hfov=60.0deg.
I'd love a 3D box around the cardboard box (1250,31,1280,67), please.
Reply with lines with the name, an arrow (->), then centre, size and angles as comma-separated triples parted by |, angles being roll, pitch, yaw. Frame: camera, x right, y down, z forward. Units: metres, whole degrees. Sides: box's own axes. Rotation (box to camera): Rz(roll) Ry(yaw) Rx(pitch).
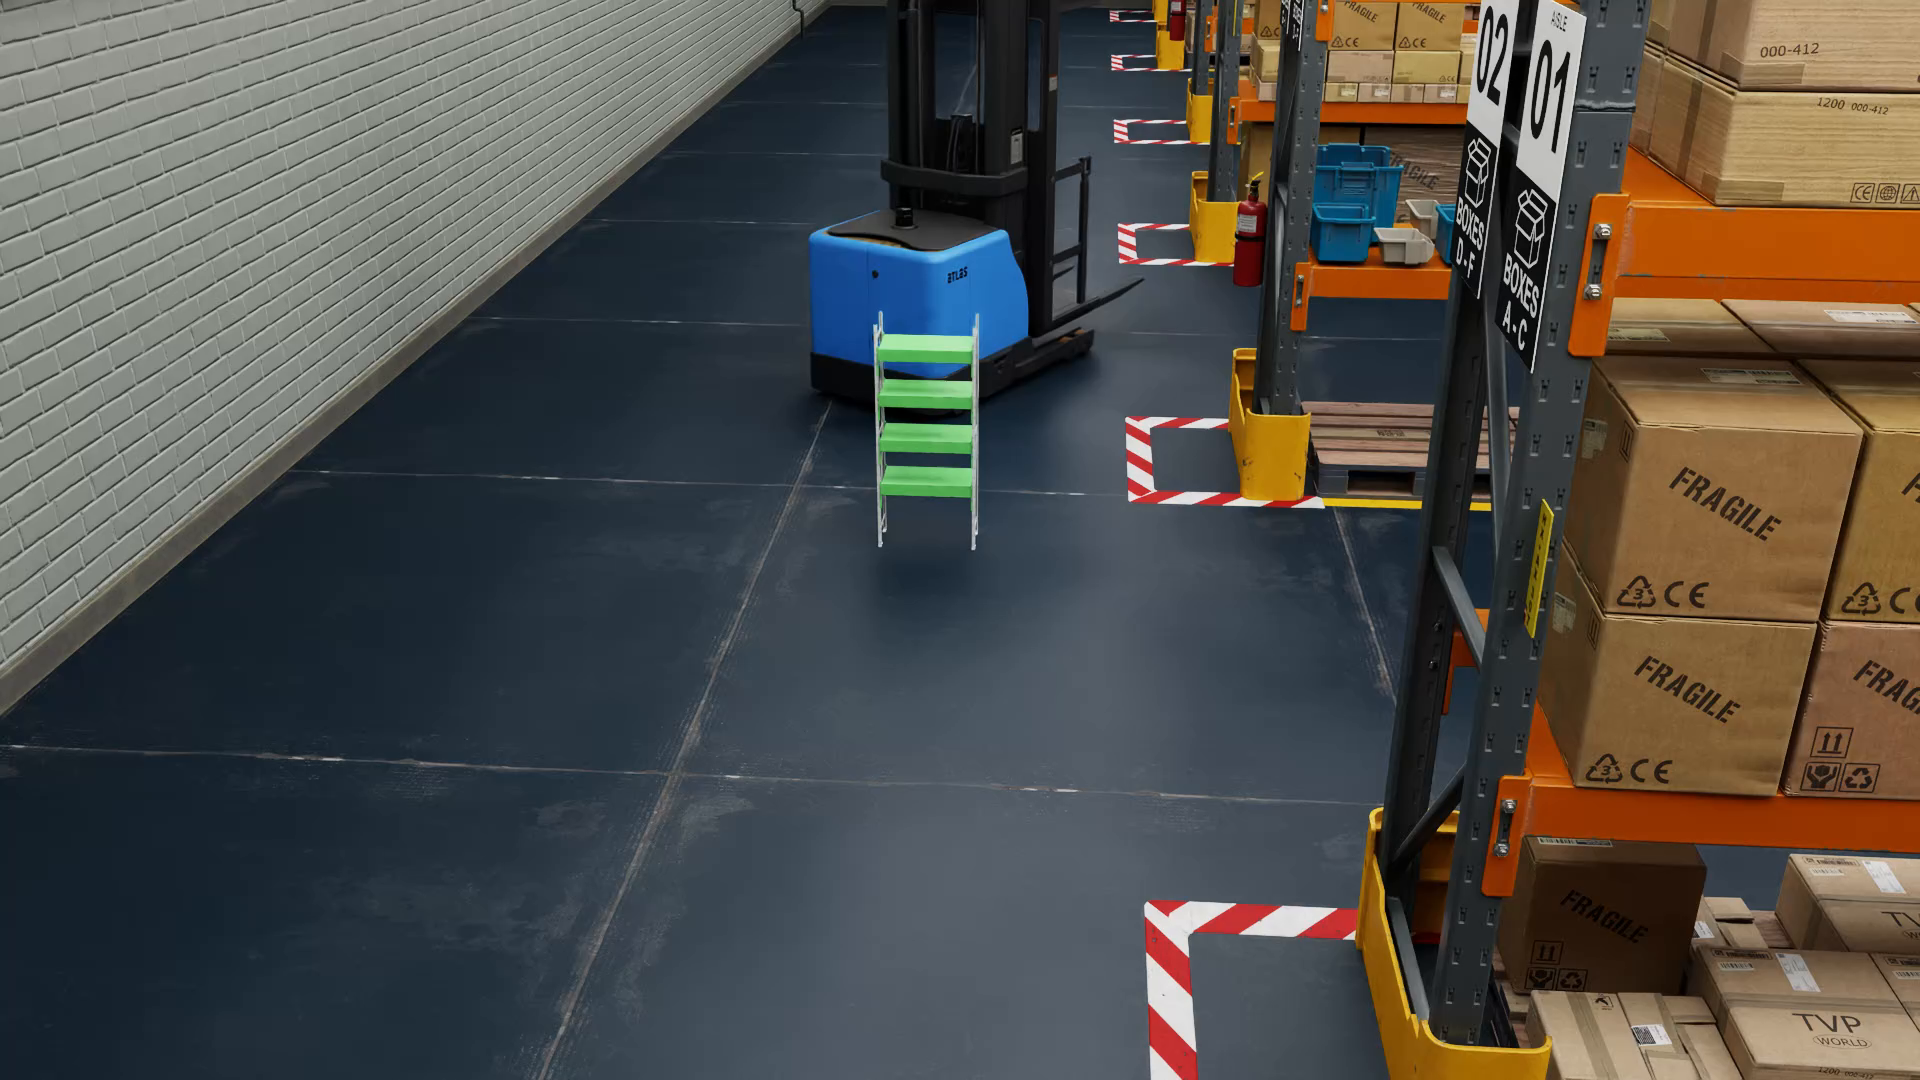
cardboard box -> 2.688, -4.055, 13.797 | 0.500, 0.250, 0.500 | 1, 25, 3

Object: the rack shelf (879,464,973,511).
rack shelf -> -0.165, -0.274, 8.638 | 0.480, 0.148, 0.258 | 2, 25, 4

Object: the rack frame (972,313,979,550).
rack frame -> 0.078, -0.543, 8.494 | 0.015, 1.200, 0.240 | 2, 25, 4

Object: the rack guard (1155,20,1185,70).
rack guard -> 2.919, -6.888, 23.121 | 0.348, 0.500, 1.175 | 2, 25, 4

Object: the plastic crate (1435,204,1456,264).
plastic crate -> 2.683, -1.613, 8.796 | 0.300, 0.233, 0.416 | 2, 25, 4

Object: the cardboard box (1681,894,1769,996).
cardboard box -> 2.380, 1.289, 5.224 | 0.250, 0.166, 0.380 | 2, 25, 4

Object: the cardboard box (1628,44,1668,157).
cardboard box -> 1.955, -1.152, 4.255 | 0.500, 0.250, 0.500 | 2, 25, 4

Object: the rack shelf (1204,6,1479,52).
rack shelf -> 4.659, -5.566, 18.118 | 4.000, 0.370, 1.077 | 2, 25, 4

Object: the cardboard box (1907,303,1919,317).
cardboard box -> 2.908, -0.333, 4.570 | 0.500, 0.500, 0.500 | 3, 25, 5

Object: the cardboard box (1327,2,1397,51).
cardboard box -> 3.141, -4.156, 13.120 | 0.500, 0.500, 0.500 | 1, 25, 3

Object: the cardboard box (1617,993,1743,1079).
cardboard box -> 2.063, 1.488, 4.791 | 0.250, 0.166, 0.380 | 2, 25, 4

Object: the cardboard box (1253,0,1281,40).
cardboard box -> 2.691, -4.394, 13.637 | 0.500, 0.500, 0.500 | 2, 25, 5

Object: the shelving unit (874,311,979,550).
shelving unit -> -0.165, -0.550, 8.511 | 0.503, 1.200, 0.258 | 2, 25, 4

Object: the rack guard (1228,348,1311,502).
rack guard -> 1.781, -0.688, 9.647 | 0.348, 0.500, 1.175 | 2, 25, 4

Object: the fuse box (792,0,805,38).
fuse box -> -2.374, -8.479, 25.130 | 0.414, 1.711, 0.539 | 2, 25, 4

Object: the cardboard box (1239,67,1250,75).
cardboard box -> 3.212, -5.211, 18.683 | 0.250, 0.149, 0.380 | 2, 25, 5

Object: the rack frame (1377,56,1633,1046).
rack frame -> 1.423, 0.236, 4.648 | 0.127, 3.000, 1.000 | 2, 25, 4

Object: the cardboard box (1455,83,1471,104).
cardboard box -> 4.047, -3.581, 13.244 | 0.250, 0.149, 0.380 | 1, 25, 3

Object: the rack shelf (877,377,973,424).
rack shelf -> -0.165, -0.710, 8.437 | 0.480, 0.148, 0.258 | 2, 25, 4

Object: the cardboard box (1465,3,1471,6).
cardboard box -> 5.136, -5.940, 17.596 | 0.500, 0.500, 0.500 | 2, 25, 4

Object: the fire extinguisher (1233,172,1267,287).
fire extinguisher -> 1.690, -1.818, 9.651 | 0.183, 0.674, 0.296 | 2, 25, 4

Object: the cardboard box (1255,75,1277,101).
cardboard box -> 2.513, -3.629, 13.350 | 0.250, 0.149, 0.380 | 2, 25, 5

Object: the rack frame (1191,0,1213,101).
rack frame -> 2.665, -5.956, 18.106 | 0.127, 3.000, 1.000 | 2, 25, 4

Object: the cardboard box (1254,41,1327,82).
cardboard box -> 2.643, -3.832, 13.312 | 0.500, 0.250, 0.500 | 1, 25, 3

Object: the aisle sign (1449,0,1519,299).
aisle sign -> 1.378, -1.075, 4.387 | 0.004, 0.787, 0.394 | 2, 25, 4

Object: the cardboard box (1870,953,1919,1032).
cardboard box -> 2.940, 1.453, 4.767 | 0.500, 0.250, 0.500 | 2, 25, 4

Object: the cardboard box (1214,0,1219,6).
cardboard box -> 4.343, -8.898, 27.408 | 0.250, 0.149, 0.380 | 1, 25, 2

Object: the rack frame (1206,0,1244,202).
rack frame -> 2.185, -3.892, 13.621 | 0.127, 3.000, 1.000 | 2, 25, 4

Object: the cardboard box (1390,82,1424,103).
cardboard box -> 3.538, -3.597, 13.280 | 0.250, 0.149, 0.380 | 1, 25, 3

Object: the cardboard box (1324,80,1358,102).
cardboard box -> 3.025, -3.614, 13.316 | 0.250, 0.149, 0.380 | 1, 25, 3

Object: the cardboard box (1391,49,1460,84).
cardboard box -> 3.662, -3.800, 13.244 | 0.500, 0.250, 0.500 | 1, 25, 2

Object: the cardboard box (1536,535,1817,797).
cardboard box -> 1.845, 0.315, 4.358 | 0.500, 0.500, 0.500 | 2, 25, 5

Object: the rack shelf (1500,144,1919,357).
rack shelf -> 3.417, -0.736, 4.032 | 4.000, 0.370, 1.077 | 2, 25, 4

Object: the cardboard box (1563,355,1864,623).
cardboard box -> 1.845, -0.139, 4.148 | 0.500, 0.500, 0.500 | 3, 25, 6

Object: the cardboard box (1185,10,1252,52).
cardboard box -> 3.609, -7.070, 23.089 | 0.875, 0.438, 0.875 | 1, 25, 2

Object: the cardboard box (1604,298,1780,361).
cardboard box -> 1.887, -0.364, 4.636 | 0.500, 0.500, 0.500 | 2, 25, 4

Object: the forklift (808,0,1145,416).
forklift -> 0.274, -2.660, 11.025 | 1.130, 2.935, 3.031 | 16, 29, 30

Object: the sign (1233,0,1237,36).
sign -> 2.136, -4.091, 12.921 | 0.005, 0.325, 0.100 | 2, 25, 4

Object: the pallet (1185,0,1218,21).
pallet -> 4.190, -8.797, 27.616 | 1.213, 0.211, 1.003 | 2, 25, 4

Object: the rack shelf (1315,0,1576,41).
rack shelf -> 3.800, -2.800, 8.519 | 4.000, 0.370, 1.077 | 2, 25, 4

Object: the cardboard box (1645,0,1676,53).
cardboard box -> 1.954, -1.375, 4.143 | 0.500, 0.250, 0.500 | 2, 25, 4

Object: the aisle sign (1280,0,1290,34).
aisle sign -> 1.756, -3.133, 8.861 | 0.004, 0.787, 0.394 | 2, 25, 4

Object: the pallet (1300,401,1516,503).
pallet -> 2.625, -0.519, 9.625 | 1.213, 0.211, 1.003 | 2, 25, 4

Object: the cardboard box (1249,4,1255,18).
cardboard box -> 3.220, -5.704, 17.859 | 0.250, 0.149, 0.380 | 3, 25, 6

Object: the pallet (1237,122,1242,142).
pallet -> 3.548, -4.646, 18.595 | 1.213, 0.211, 1.003 | 2, 25, 4

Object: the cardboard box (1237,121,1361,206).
cardboard box -> 2.829, -3.131, 14.005 | 0.875, 0.875, 0.875 | 2, 25, 4

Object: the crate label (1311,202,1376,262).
crate label -> 2.026, -1.634, 8.842 | 0.303, 0.233, 0.416 | 2, 25, 4

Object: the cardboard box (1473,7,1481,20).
cardboard box -> 5.572, -5.659, 17.760 | 0.250, 0.149, 0.380 | 1, 25, 3

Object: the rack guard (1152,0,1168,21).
rack guard -> 3.395, -8.954, 27.610 | 0.348, 0.500, 1.175 | 2, 25, 4
